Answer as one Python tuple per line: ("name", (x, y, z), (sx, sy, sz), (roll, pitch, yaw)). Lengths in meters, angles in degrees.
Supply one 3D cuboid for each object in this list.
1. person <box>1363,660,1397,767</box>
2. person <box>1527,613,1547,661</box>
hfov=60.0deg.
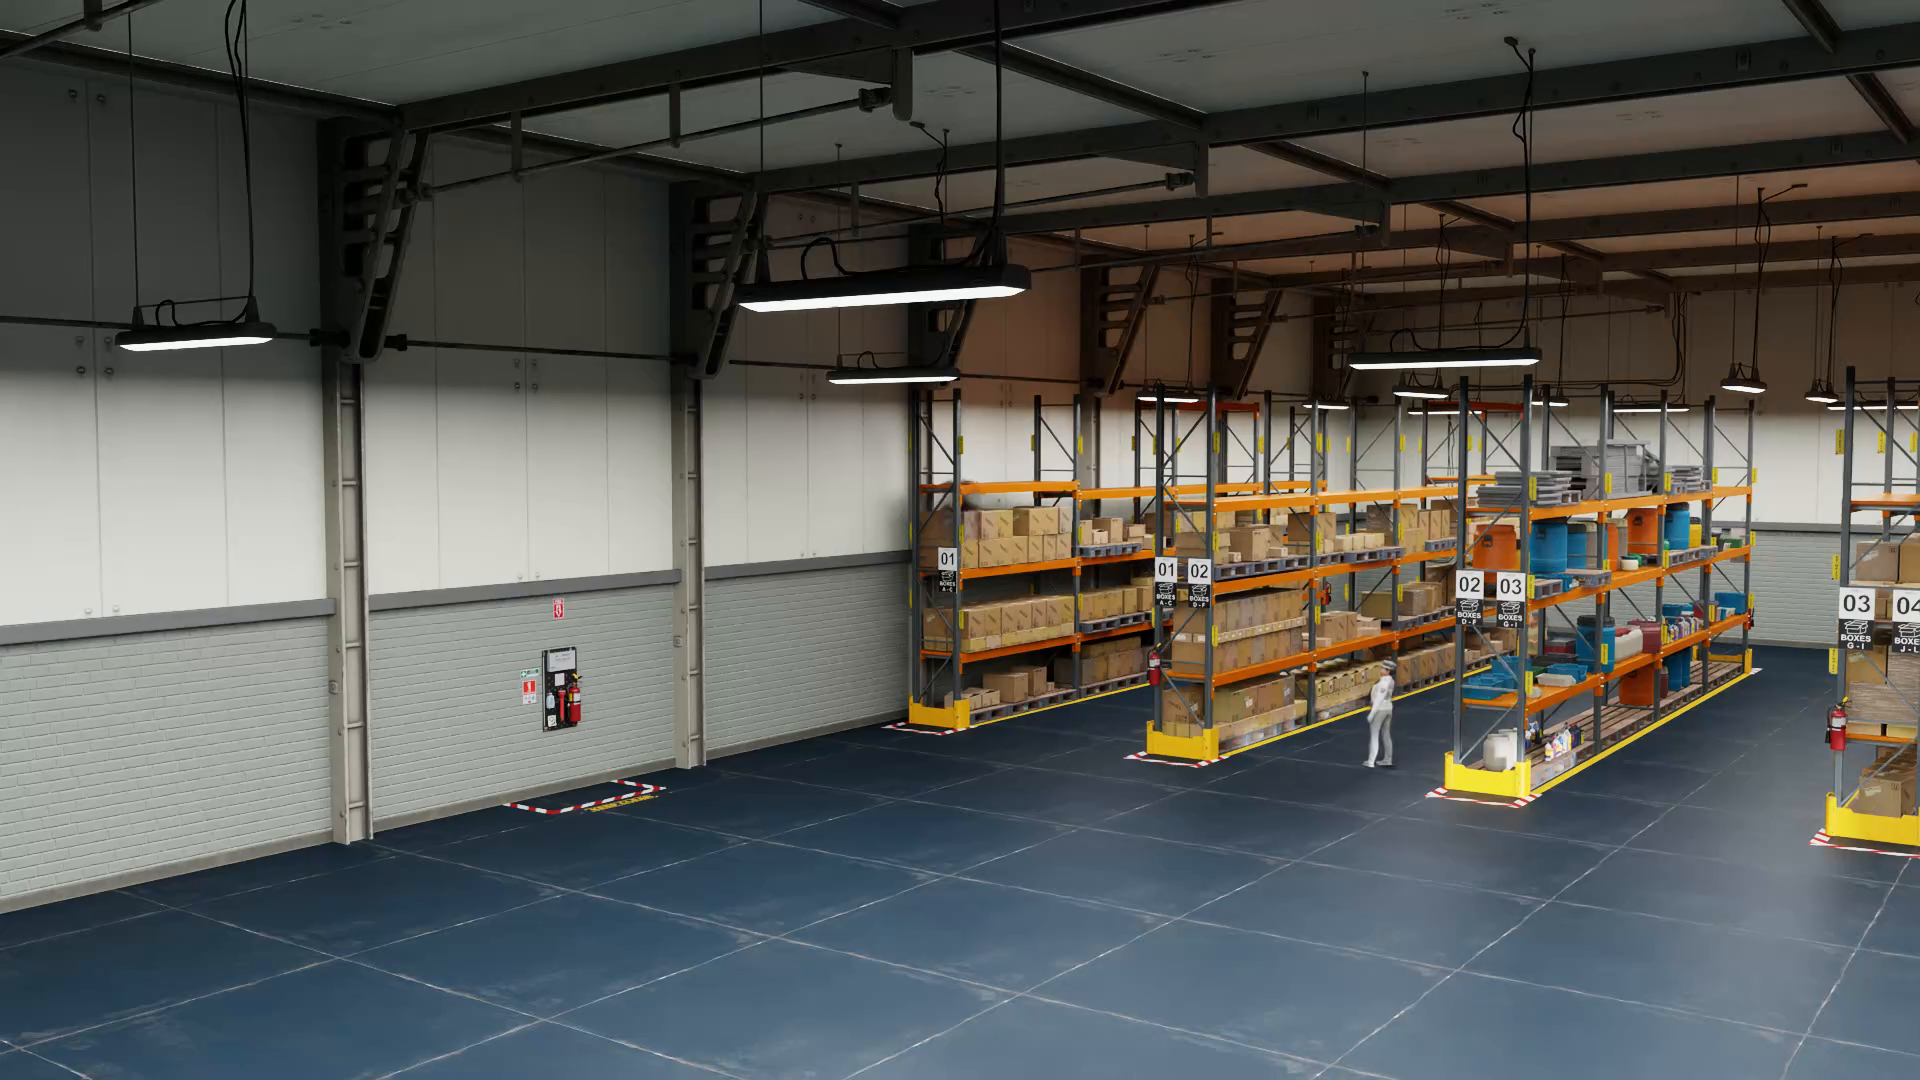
("person", (6.517, 2.694, 25.818), (0.464, 1.682, 0.539), (3, 5, 45))
("person", (11.434, 2.293, 32.996), (0.506, 1.708, 0.833), (3, 4, 40))
